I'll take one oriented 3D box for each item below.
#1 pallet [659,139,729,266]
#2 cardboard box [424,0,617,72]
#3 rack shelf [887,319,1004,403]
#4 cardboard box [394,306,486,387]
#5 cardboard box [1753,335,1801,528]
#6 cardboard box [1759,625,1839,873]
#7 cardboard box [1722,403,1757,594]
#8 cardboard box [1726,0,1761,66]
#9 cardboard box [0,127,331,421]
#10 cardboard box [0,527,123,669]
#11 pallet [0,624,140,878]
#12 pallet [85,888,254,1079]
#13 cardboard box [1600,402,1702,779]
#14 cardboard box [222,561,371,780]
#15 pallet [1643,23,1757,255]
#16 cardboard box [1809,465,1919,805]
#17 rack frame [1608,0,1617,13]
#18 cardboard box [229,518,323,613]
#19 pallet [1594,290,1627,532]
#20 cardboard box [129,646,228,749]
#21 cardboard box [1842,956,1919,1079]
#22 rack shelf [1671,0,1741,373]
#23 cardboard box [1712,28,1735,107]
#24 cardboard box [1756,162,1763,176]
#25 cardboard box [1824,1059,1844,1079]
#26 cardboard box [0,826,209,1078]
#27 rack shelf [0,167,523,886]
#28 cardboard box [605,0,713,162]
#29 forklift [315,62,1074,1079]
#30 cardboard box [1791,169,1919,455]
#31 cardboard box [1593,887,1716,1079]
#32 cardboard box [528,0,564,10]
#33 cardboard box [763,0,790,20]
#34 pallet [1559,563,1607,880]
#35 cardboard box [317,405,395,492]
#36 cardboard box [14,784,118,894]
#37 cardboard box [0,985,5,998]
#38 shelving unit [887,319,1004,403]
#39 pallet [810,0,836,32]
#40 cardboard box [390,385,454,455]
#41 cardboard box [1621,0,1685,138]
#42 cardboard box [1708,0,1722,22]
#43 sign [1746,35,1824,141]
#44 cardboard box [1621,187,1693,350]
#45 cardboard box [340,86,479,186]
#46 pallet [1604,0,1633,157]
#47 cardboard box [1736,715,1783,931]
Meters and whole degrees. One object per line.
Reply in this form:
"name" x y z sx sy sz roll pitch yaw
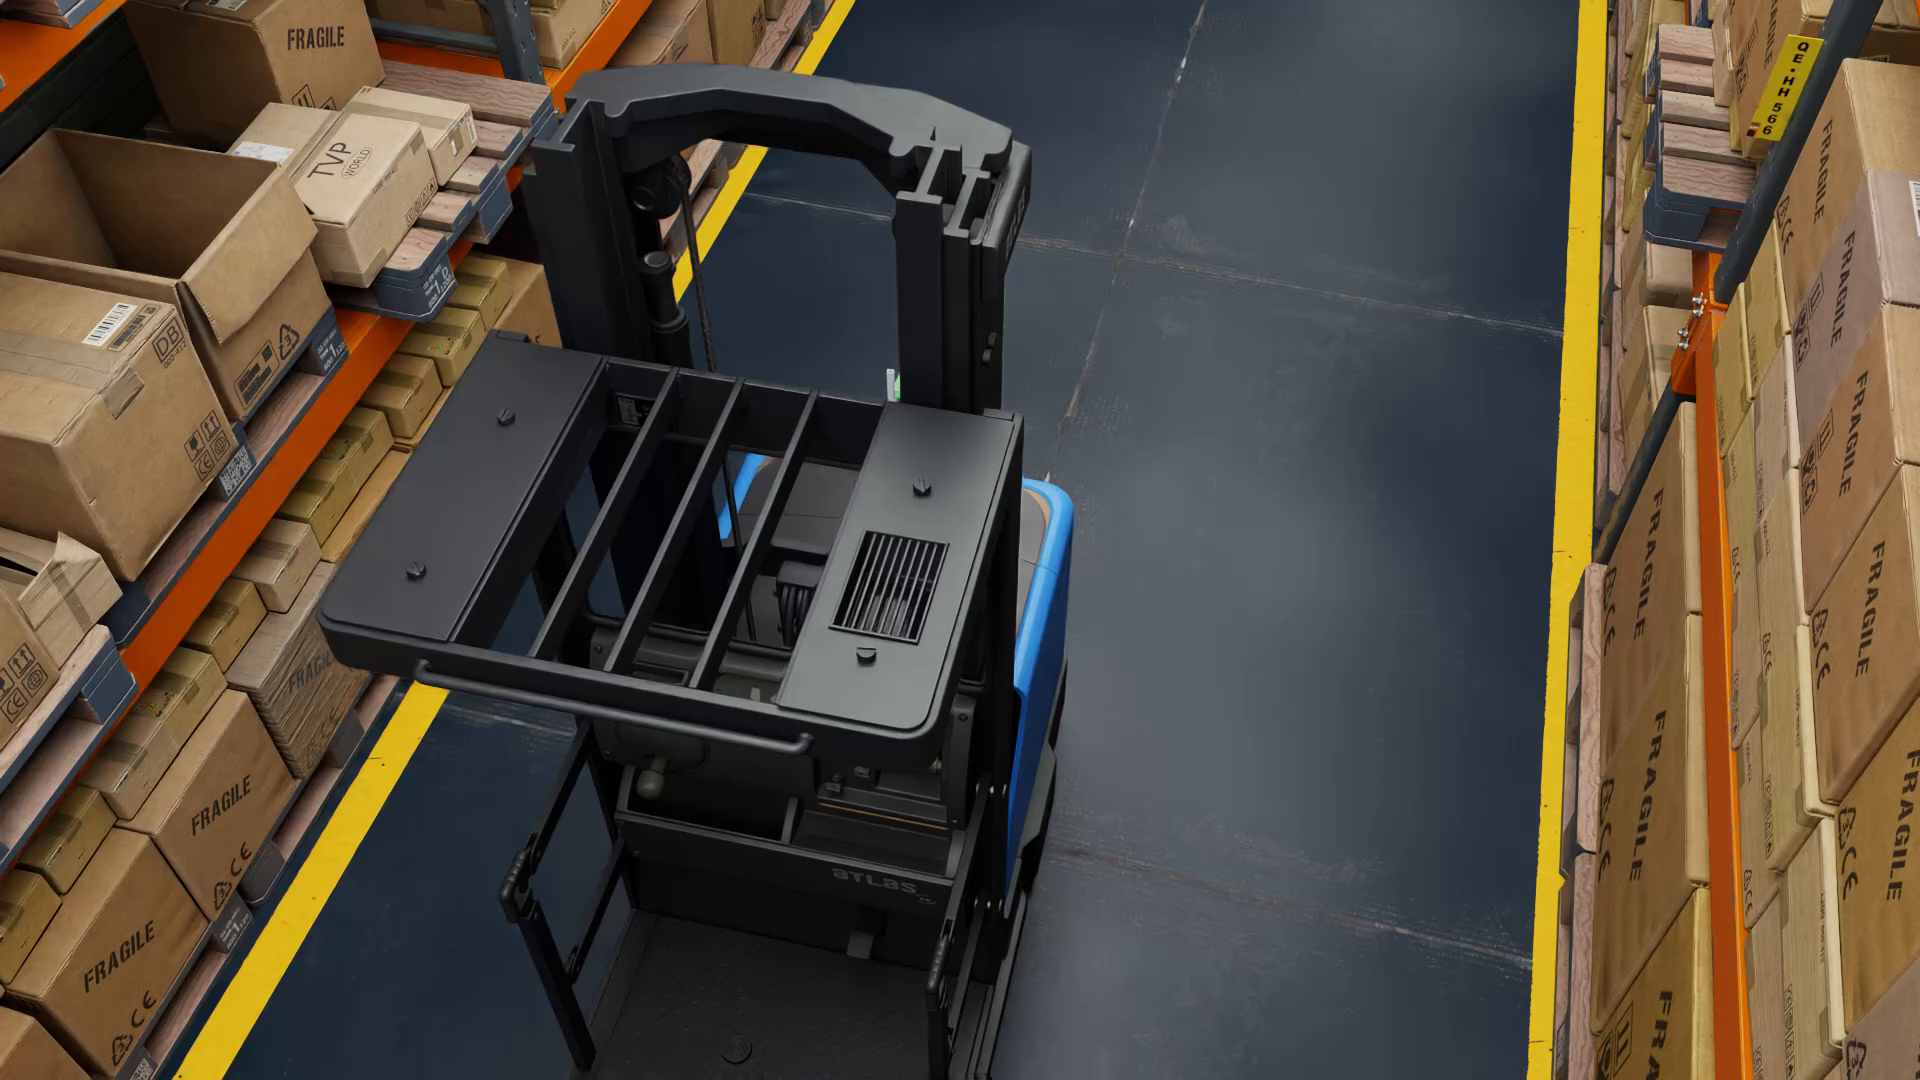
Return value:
"pallet" -1.708 -1.442 7.382 1.003 0.211 1.213 12 50 10
"cardboard box" -1.609 -2.000 6.115 0.500 0.250 0.500 12 50 10
"rack shelf" -0.044 -0.553 5.382 0.258 0.148 0.480 12 50 10
"cardboard box" -1.889 -0.693 5.815 0.380 0.149 0.250 9 49 8
"cardboard box" 2.319 -0.224 4.214 0.500 0.250 0.500 13 50 11
"cardboard box" 2.030 0.498 3.577 0.500 0.250 0.500 12 50 11
"cardboard box" 2.338 -0.071 4.412 0.500 0.250 0.500 10 49 9
"cardboard box" 2.805 -1.830 5.320 0.500 0.500 0.500 11 49 9
"cardboard box" -2.213 -0.733 4.547 0.797 0.503 0.637 11 49 9
"cardboard box" -2.279 0.093 3.977 0.396 0.266 0.258 14 50 12
"pallet" -2.699 0.623 3.827 1.003 0.211 1.213 12 50 10
"pallet" -2.837 1.443 4.835 1.003 0.211 1.213 12 50 10
"cardboard box" 2.566 0.247 5.168 0.875 0.875 0.875 11 50 10
"cardboard box" -2.262 0.378 5.303 0.500 0.500 0.500 10 49 9
"pallet" 2.913 -1.273 5.501 1.213 0.211 1.003 12 50 10
"cardboard box" 2.054 0.241 3.303 0.500 0.500 0.500 12 50 11
"rack frame" 3.881 -3.693 7.509 1.000 3.000 0.127 12 50 10
"cardboard box" -2.224 0.057 5.153 0.380 0.149 0.250 9 49 8
"pallet" 3.035 -0.442 6.500 1.003 0.211 1.213 12 50 10
"cardboard box" -2.380 0.426 4.828 0.380 0.149 0.250 13 50 11
"cardboard box" 1.779 0.981 2.650 0.500 0.500 0.500 12 50 11
"rack shelf" 3.354 -2.009 6.502 1.077 0.370 4.000 12 50 10
"cardboard box" 2.711 -1.539 5.495 0.380 0.149 0.250 11 50 10
"cardboard box" 2.687 -1.139 5.142 0.380 0.149 0.250 13 50 11
"cardboard box" 1.781 1.248 2.915 0.500 0.250 0.500 13 50 11
"cardboard box" -2.540 1.112 4.655 0.500 0.500 0.500 11 49 10
"rack shelf" -2.488 -0.092 4.811 1.077 0.370 4.000 12 50 10
"cardboard box" -1.620 -2.053 7.365 0.875 0.625 0.625 13 50 11
"forklift" -0.474 0.574 3.788 1.130 2.935 3.031 10 49 9
"cardboard box" 2.341 -0.495 3.952 0.500 0.500 0.500 12 50 10
"cardboard box" 2.091 1.538 4.029 0.875 0.875 0.875 13 50 11
"cardboard box" -1.585 -2.160 5.923 0.500 0.250 0.500 12 50 10
"cardboard box" -1.247 -3.084 8.275 0.875 0.625 0.625 11 50 10
"pallet" 2.548 0.678 5.511 1.003 0.211 1.213 12 50 10
"cardboard box" -2.115 -0.329 5.494 0.380 0.149 0.250 13 50 11
"cardboard box" -2.550 0.779 4.517 0.380 0.149 0.250 11 49 9
"cardboard box" -2.665 1.167 4.173 0.380 0.149 0.250 10 49 9
"shelving unit" -0.044 -0.277 5.694 0.258 1.200 0.503 12 50 10
"pallet" -1.065 -3.207 8.939 1.003 0.211 1.213 12 50 10
"cardboard box" -2.008 -0.380 5.972 0.500 0.500 0.500 11 49 9
"cardboard box" 3.559 -2.062 7.542 0.950 0.372 0.625 14 50 12
"cardboard box" 2.844 -1.921 5.832 0.380 0.149 0.250 12 50 11
"sign" 2.302 -1.257 4.640 0.100 0.325 0.005 12 50 10
"cardboard box" 3.173 -1.012 6.615 0.950 0.372 0.625 11 49 9
"cardboard box" -1.765 -1.282 5.268 0.380 0.149 0.250 12 50 11
"pallet" 3.677 -2.207 8.057 1.003 0.211 1.213 12 50 10
"cardboard box" 2.068 0.665 3.763 0.500 0.250 0.500 12 50 10
